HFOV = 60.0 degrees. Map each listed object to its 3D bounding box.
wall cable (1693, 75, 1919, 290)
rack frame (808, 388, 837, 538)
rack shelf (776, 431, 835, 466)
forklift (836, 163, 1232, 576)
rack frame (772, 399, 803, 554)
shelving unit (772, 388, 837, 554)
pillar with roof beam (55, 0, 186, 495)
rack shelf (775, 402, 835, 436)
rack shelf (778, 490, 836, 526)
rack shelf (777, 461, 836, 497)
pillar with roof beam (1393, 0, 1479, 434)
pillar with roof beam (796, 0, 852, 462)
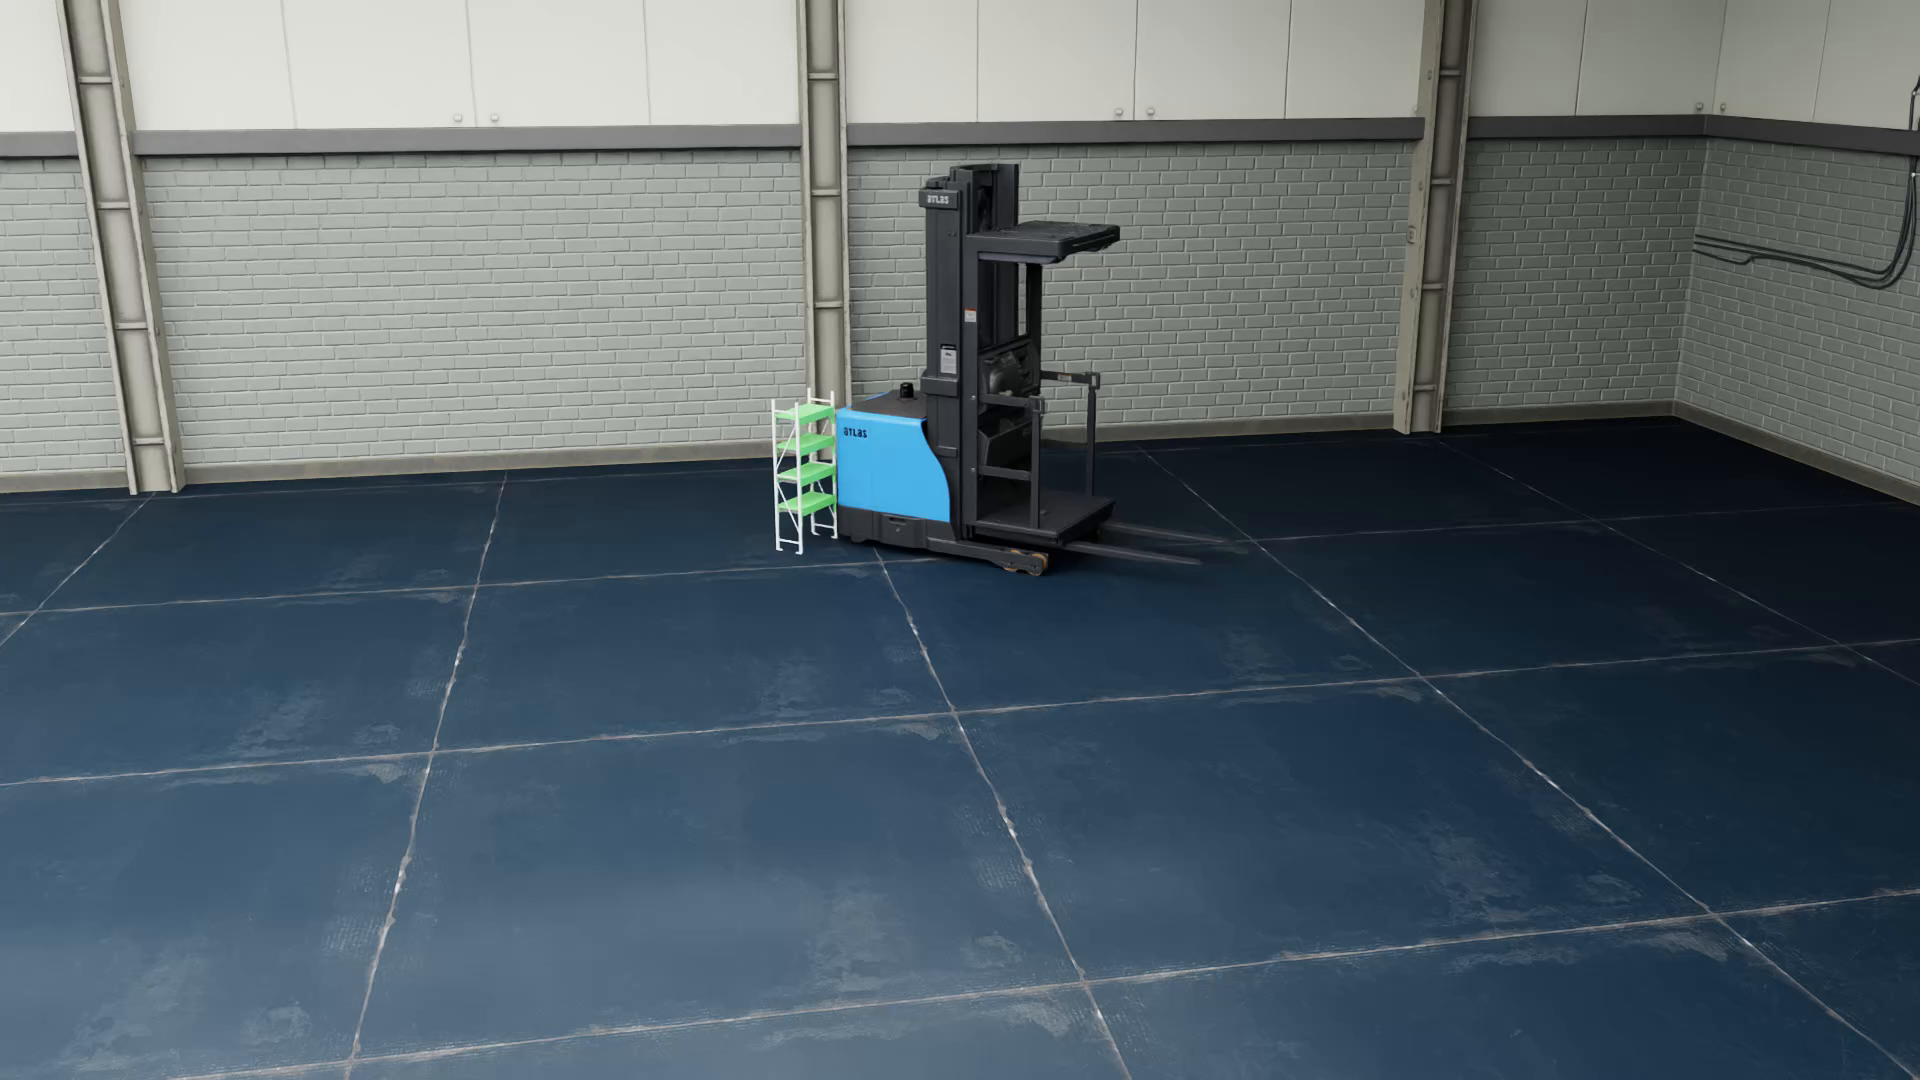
[{"bbox_3d":[7.799,-3.723,15.394,0.112,2.526,3.097,-3,17,-10],"label":"wall cable"},{"bbox_3d":[-1.095,-0.608,13.249,0.240,1.200,0.015,9,19,28],"label":"rack frame"},{"bbox_3d":[-1.214,-0.714,12.994,0.258,0.148,0.480,9,19,28],"label":"rack shelf"},{"bbox_3d":[0.561,-1.309,12.582,3.031,2.935,1.130,9,19,27],"label":"forklift"},{"bbox_3d":[-1.334,-0.483,12.842,0.240,1.200,0.015,9,19,28],"label":"rack frame"},{"bbox_3d":[-1.214,-0.546,13.045,0.258,1.200,0.503,9,19,28],"label":"shelving unit"},{"bbox_3d":[-6.310,-3.515,9.429,0.400,9.000,9.100,-3,17,-10],"label":"pillar with roof beam"},{"bbox_3d":[-1.214,-0.944,12.923,0.258,0.148,0.480,9,19,28],"label":"rack shelf"},{"bbox_3d":[-1.214,-0.255,13.135,0.258,0.148,0.480,9,19,28],"label":"rack shelf"},{"bbox_3d":[-1.214,-0.485,13.064,0.258,0.148,0.480,9,19,28],"label":"rack shelf"},{"bbox_3d":[5.472,-4.183,11.605,0.400,9.000,9.100,-3,17,-10],"label":"pillar with roof beam"},{"bbox_3d":[-0.419,-3.849,10.517,0.400,9.000,9.100,-3,17,-10],"label":"pillar with roof beam"}]
